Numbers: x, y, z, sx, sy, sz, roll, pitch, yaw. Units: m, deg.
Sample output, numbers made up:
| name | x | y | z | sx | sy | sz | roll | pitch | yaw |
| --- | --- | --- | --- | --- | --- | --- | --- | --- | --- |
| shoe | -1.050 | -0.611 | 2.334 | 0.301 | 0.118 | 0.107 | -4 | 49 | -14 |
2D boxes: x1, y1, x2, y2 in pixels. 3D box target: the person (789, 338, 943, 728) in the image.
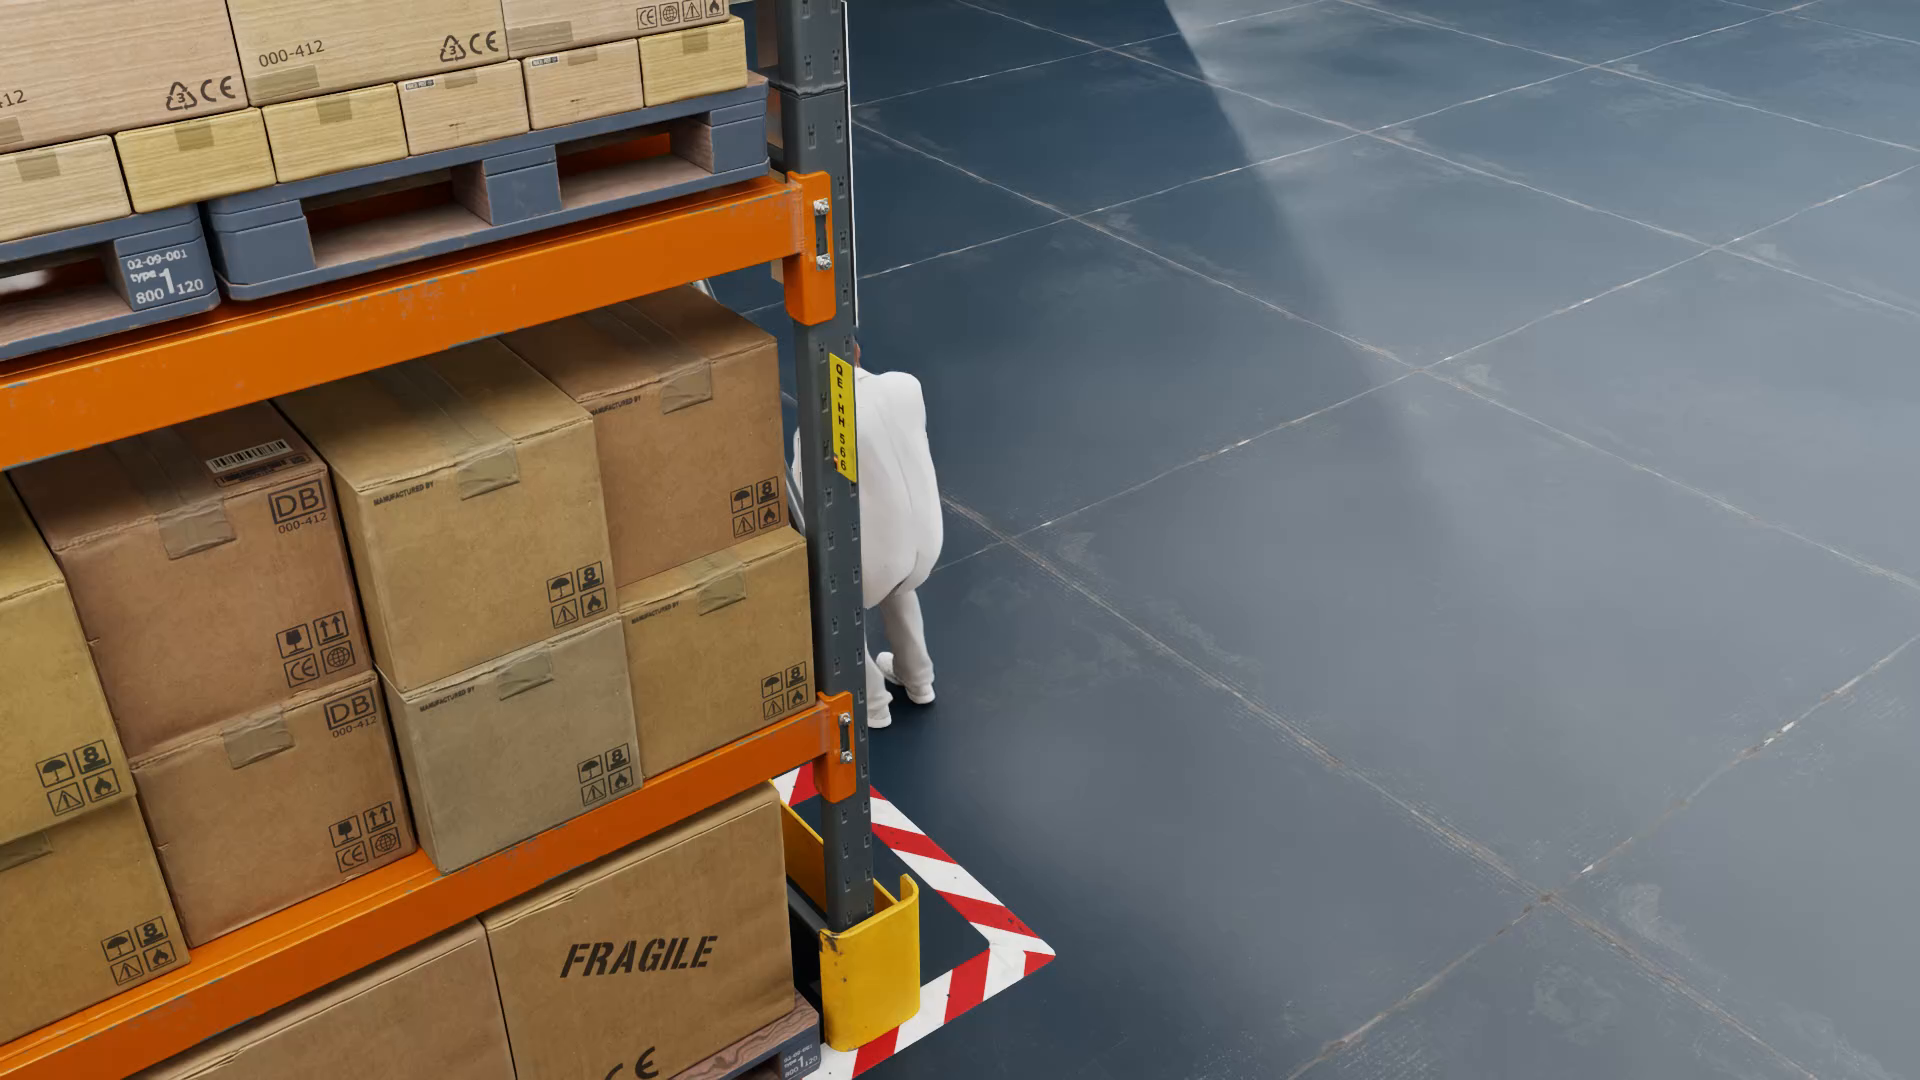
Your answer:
| name | x | y | z | sx | sy | sz | roll | pitch | yaw |
| --- | --- | --- | --- | --- | --- | --- | --- | --- | --- |
| person | -0.352 | 0.024 | 6.409 | 0.612 | 1.474 | 0.564 | -22 | 38 | -31 |
